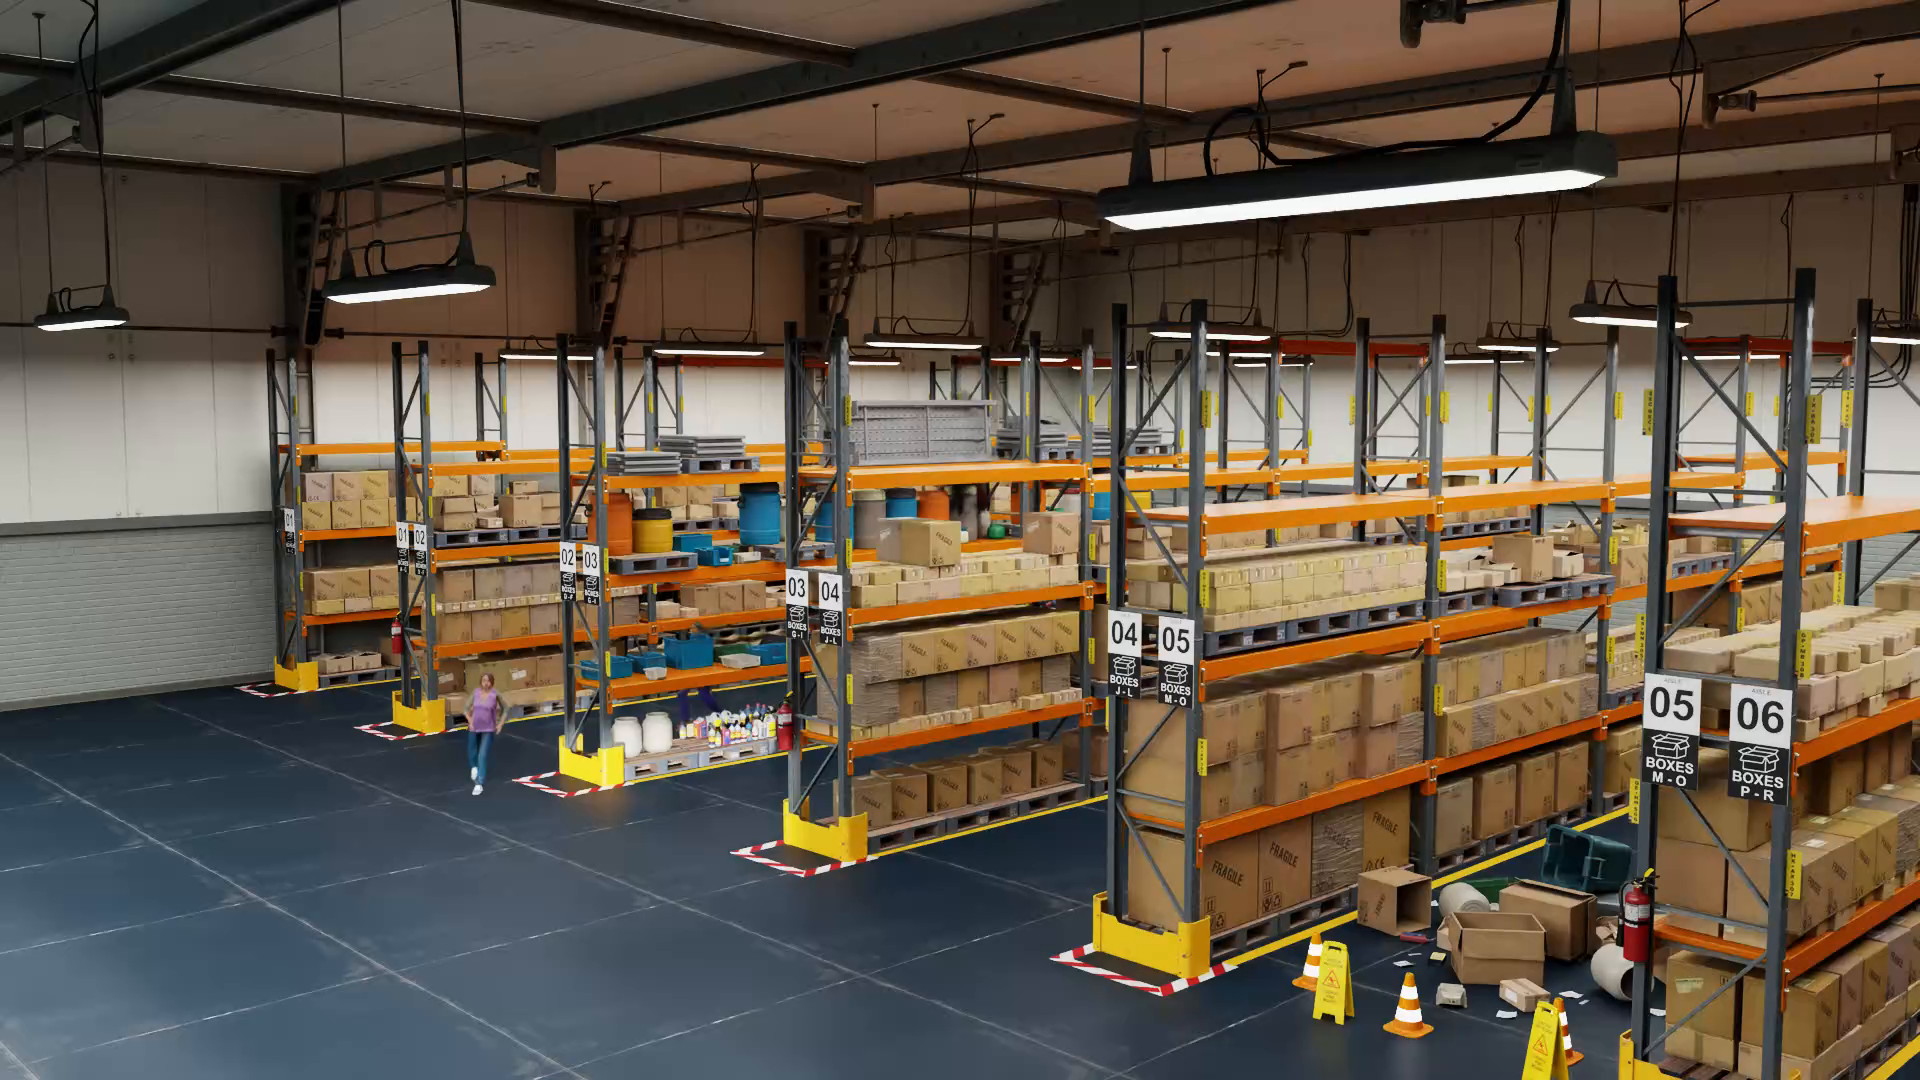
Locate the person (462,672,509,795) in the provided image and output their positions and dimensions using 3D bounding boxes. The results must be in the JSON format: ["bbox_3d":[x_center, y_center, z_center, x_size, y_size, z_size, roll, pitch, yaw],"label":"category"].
[{"bbox_3d":[-6.230,2.506,21.850,0.587,1.580,0.709,-1,5,-7],"label":"person"}]

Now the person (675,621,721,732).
[{"bbox_3d":[-4.069,2.110,25.834,0.582,1.708,0.775,4,6,39],"label":"person"}]
